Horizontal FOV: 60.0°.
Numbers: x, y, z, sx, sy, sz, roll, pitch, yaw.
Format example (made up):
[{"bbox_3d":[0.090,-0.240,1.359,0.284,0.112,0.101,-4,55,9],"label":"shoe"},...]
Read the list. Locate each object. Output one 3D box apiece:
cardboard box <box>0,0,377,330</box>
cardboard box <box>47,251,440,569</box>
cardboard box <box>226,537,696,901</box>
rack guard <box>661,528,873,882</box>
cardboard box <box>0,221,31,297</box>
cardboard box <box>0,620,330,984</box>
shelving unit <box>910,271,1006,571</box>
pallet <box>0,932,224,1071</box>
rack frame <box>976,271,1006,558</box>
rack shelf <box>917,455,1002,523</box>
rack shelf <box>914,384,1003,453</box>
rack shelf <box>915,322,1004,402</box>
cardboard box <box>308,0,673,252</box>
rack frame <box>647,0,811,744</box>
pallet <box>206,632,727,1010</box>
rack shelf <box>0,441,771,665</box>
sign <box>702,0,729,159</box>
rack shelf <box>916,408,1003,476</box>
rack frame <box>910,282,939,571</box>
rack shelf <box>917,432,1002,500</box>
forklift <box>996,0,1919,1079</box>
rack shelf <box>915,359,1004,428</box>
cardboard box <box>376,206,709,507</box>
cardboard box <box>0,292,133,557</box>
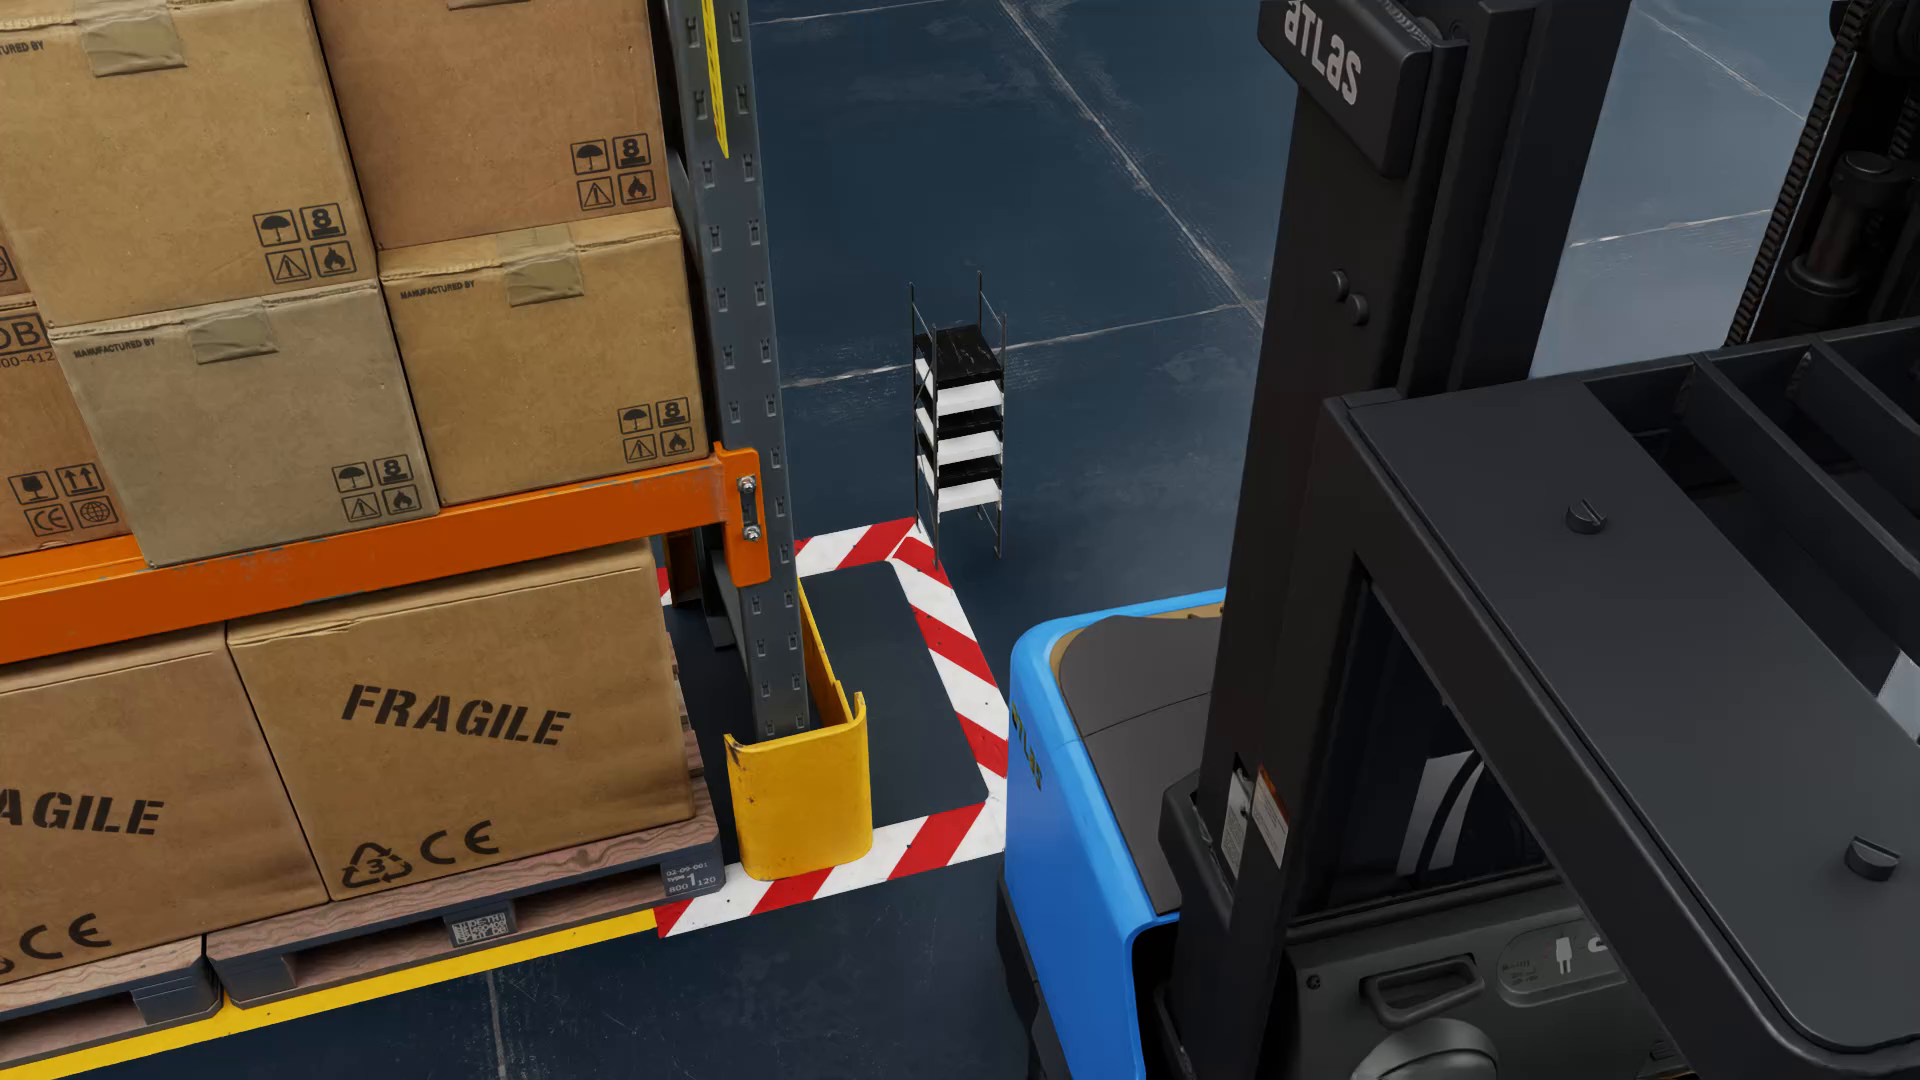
[{"bbox_3d":[-1.436,-0.888,3.052,0.550,0.550,0.875,-12,42,-13],"label":"cardboard box"},{"bbox_3d":[-1.432,-0.473,3.398,0.550,0.550,0.875,-12,42,-13],"label":"cardboard box"},{"bbox_3d":[-1.200,0.177,4.064,0.875,0.875,0.875,-11,42,-13],"label":"cardboard box"},{"bbox_3d":[-0.551,0.296,4.532,0.348,0.500,1.175,-12,42,-13],"label":"rack guard"},{"bbox_3d":[-2.011,-0.863,3.023,0.550,0.550,0.875,-12,42,-13],"label":"cardboard box"},{"bbox_3d":[-2.039,0.352,3.863,0.875,0.875,0.875,-12,43,-14],"label":"cardboard box"},{"bbox_3d":[-0.008,-0.337,4.952,0.210,0.900,0.258,-12,42,-13],"label":"shelving unit"},{"bbox_3d":[-2.474,0.855,4.111,1.213,0.211,1.003,-12,42,-13],"label":"pallet"},{"bbox_3d":[0.089,-0.357,4.975,0.006,0.900,0.240,-12,42,-13],"label":"rack frame"},{"bbox_3d":[-0.008,-0.177,5.092,0.200,0.077,0.258,-12,42,-13],"label":"rack shelf"},{"bbox_3d":[-0.008,-0.380,4.915,0.200,0.077,0.258,-12,42,-13],"label":"rack shelf"},{"bbox_3d":[-0.007,-0.516,4.796,0.200,0.077,0.258,-12,42,-13],"label":"rack shelf"},{"bbox_3d":[-0.939,-1.055,3.243,0.550,0.550,0.875,-12,42,-13],"label":"cardboard box"},{"bbox_3d":[-0.573,-0.641,3.704,0.127,3.000,1.000,-12,42,-13],"label":"rack frame"},{"bbox_3d":[-1.313,0.616,4.384,1.213,0.211,1.003,-12,42,-13],"label":"pallet"},{"bbox_3d":[-2.481,0.025,3.488,4.000,0.370,1.077,-12,42,-13],"label":"rack shelf"},{"bbox_3d":[-0.424,-0.823,2.852,0.005,0.325,0.100,-12,42,-13],"label":"sign"},{"bbox_3d":[-0.008,-0.312,4.974,0.200,0.077,0.258,-12,42,-13],"label":"rack shelf"},{"bbox_3d":[-0.105,-0.317,4.929,0.006,0.900,0.240,-12,42,-13],"label":"rack frame"},{"bbox_3d":[-0.008,-0.244,5.033,0.200,0.077,0.258,-12,42,-13],"label":"rack shelf"},{"bbox_3d":[0.955,0.739,2.176,1.130,2.935,3.031,-10,42,-11],"label":"forklift"},{"bbox_3d":[-0.007,-0.448,4.856,0.200,0.077,0.258,-12,42,-13],"label":"rack shelf"},{"bbox_3d":[-0.914,-0.596,3.538,0.550,0.550,0.875,-12,42,-13],"label":"cardboard box"},{"bbox_3d":[-2.004,-0.441,3.361,0.550,0.550,0.875,-12,42,-13],"label":"cardboard box"}]
